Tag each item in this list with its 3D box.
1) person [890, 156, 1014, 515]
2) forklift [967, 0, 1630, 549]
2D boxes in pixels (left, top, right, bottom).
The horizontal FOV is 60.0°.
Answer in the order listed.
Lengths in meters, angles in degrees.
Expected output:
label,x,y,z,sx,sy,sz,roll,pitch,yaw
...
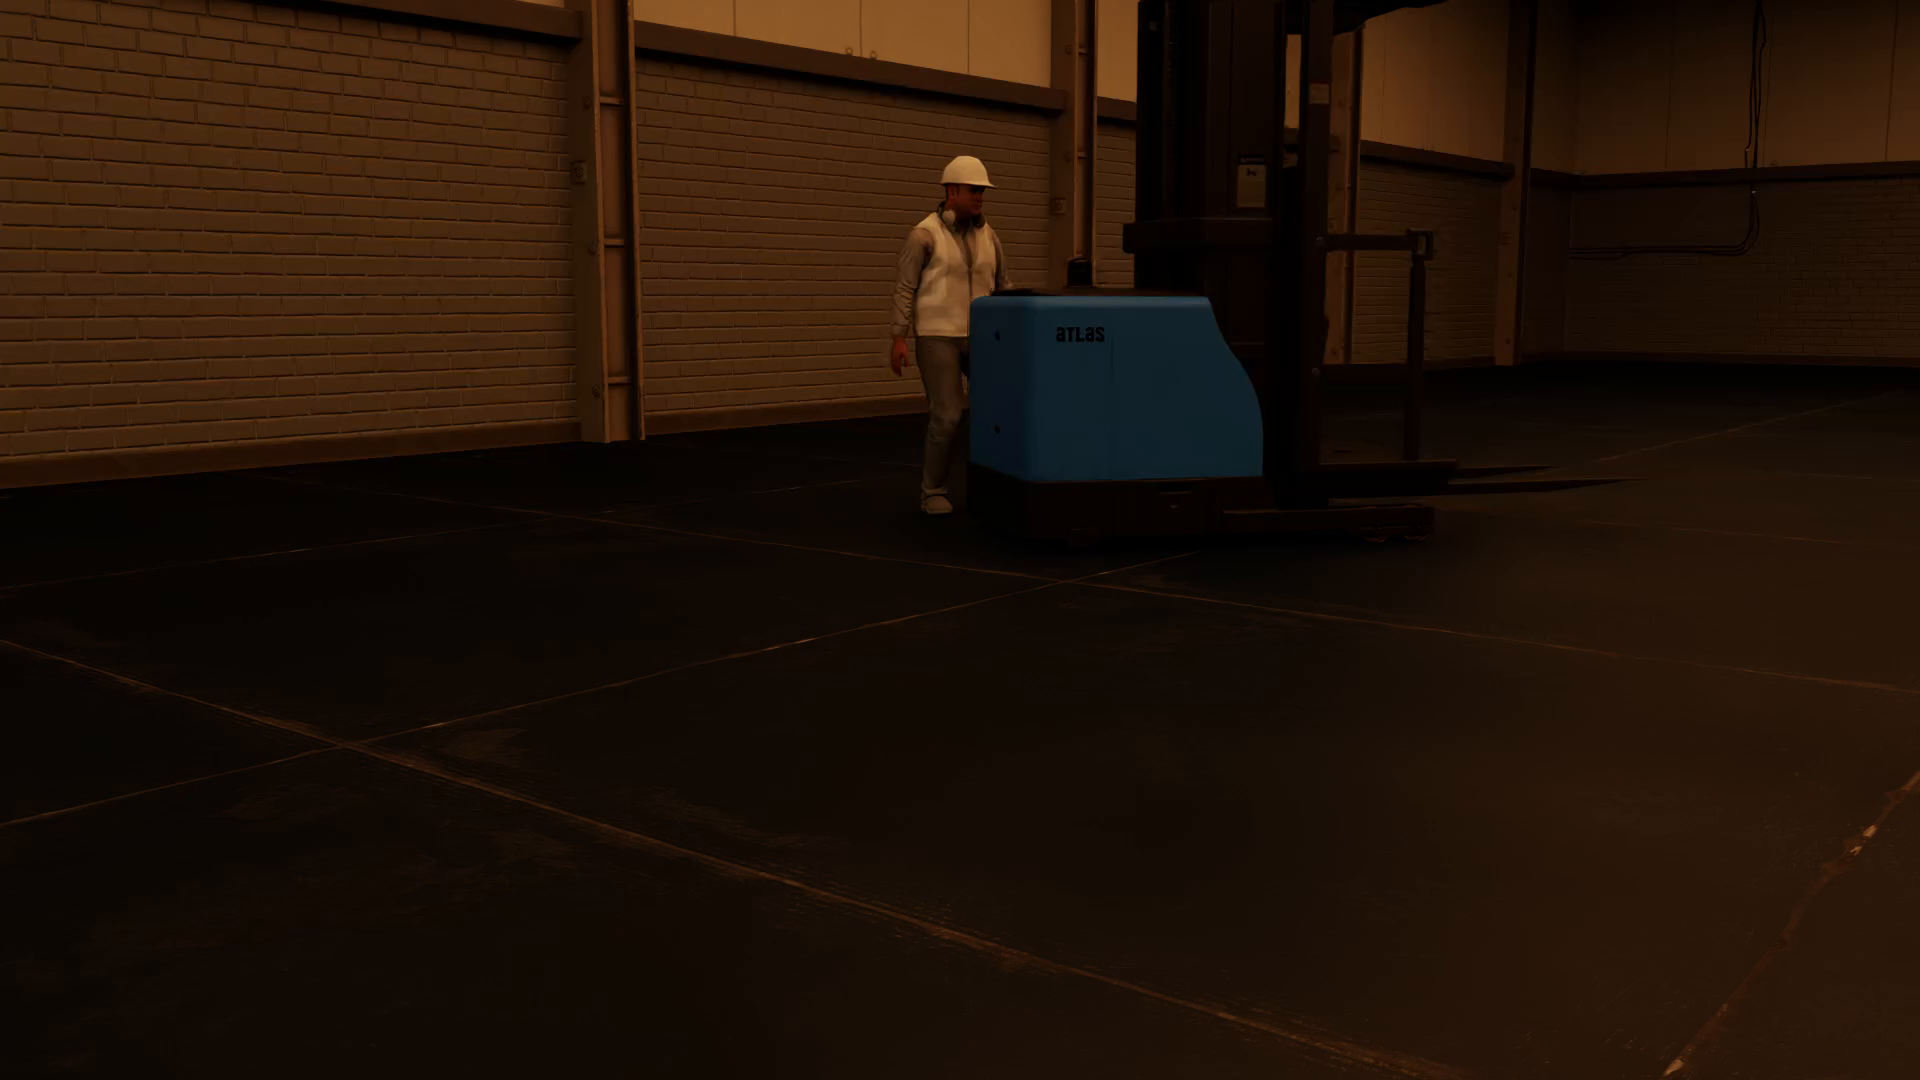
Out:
label,x,y,z,sx,sy,sz,roll,pitch,yaw
person,0.013,-1.004,8.230,0.763,1.748,0.421,-5,10,-33
forklift,1.606,-1.507,7.580,3.031,2.935,1.130,-2,9,-15
